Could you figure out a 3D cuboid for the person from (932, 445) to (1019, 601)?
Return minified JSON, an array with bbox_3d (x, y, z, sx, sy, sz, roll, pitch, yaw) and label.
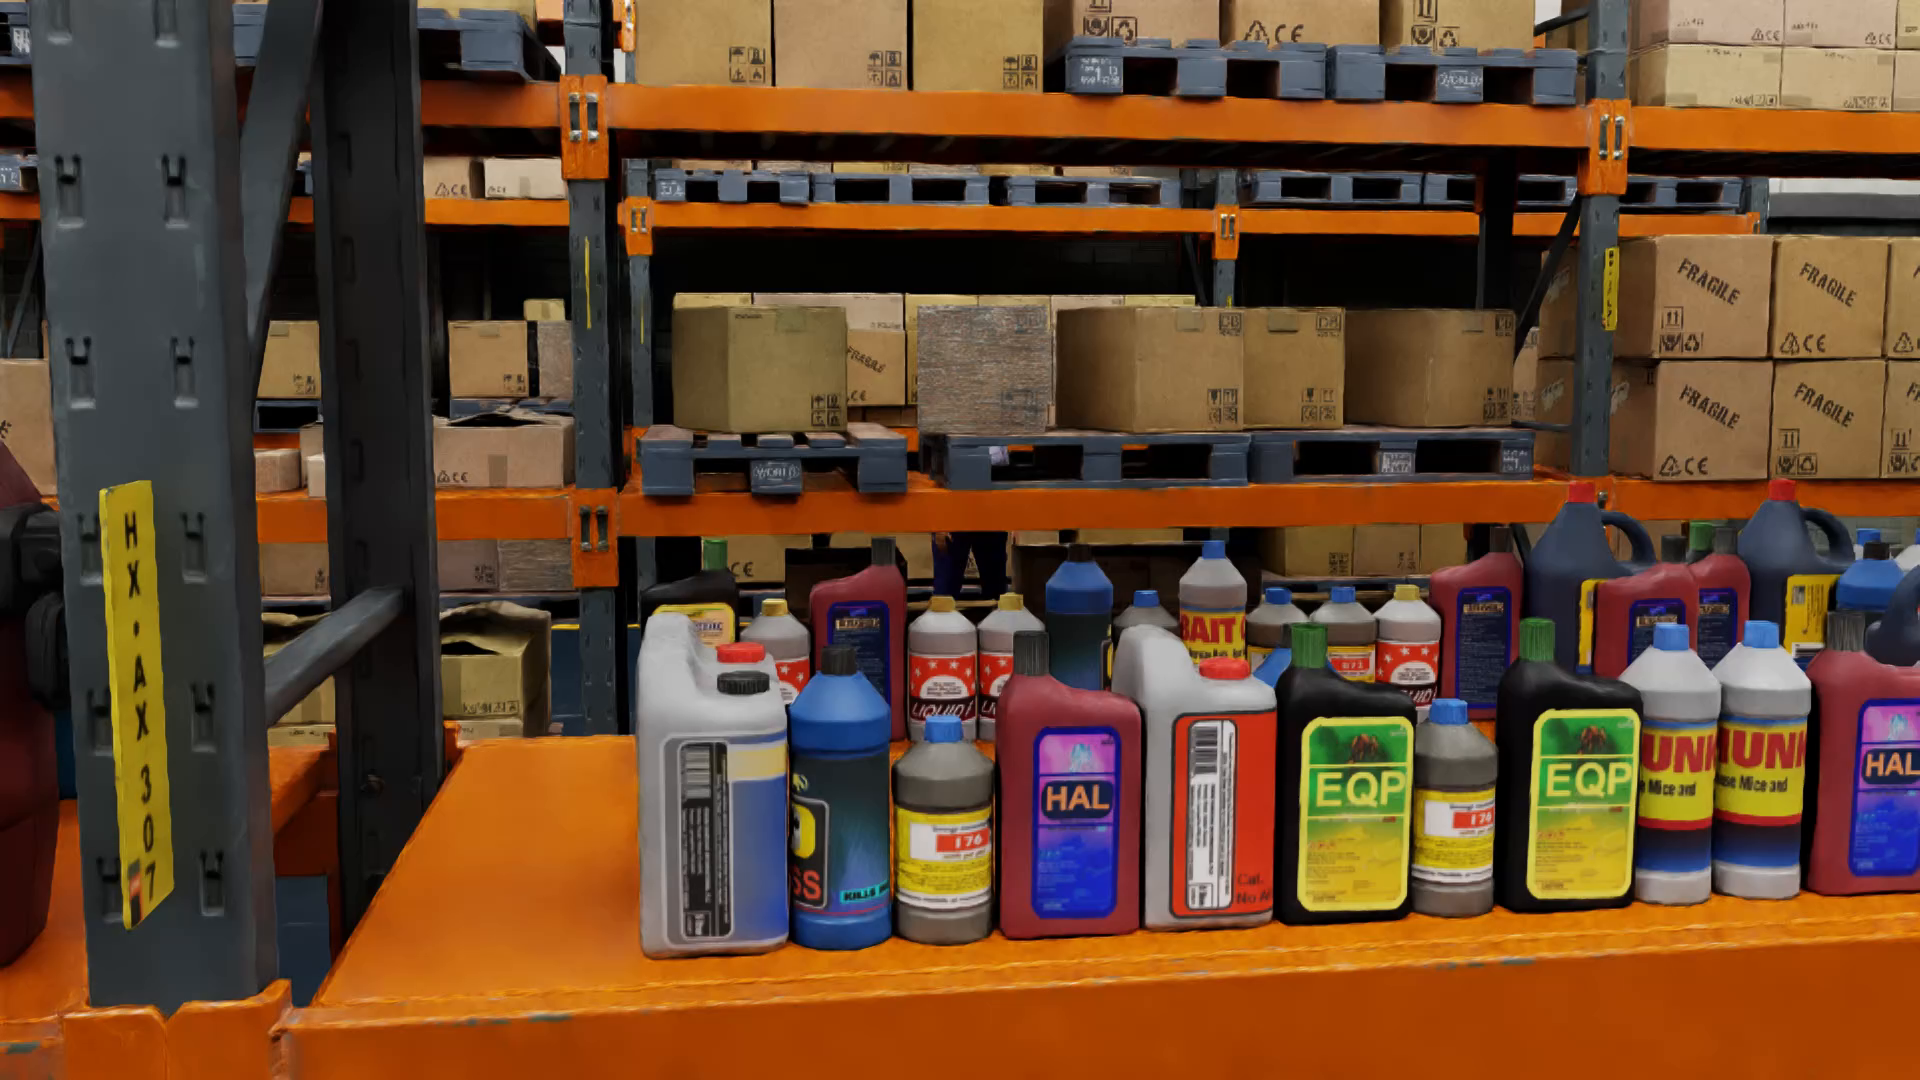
[{"bbox_3d":[0.065,-0.049,9.314,0.515,1.684,0.398,-3,7,-23],"label":"person"}]
